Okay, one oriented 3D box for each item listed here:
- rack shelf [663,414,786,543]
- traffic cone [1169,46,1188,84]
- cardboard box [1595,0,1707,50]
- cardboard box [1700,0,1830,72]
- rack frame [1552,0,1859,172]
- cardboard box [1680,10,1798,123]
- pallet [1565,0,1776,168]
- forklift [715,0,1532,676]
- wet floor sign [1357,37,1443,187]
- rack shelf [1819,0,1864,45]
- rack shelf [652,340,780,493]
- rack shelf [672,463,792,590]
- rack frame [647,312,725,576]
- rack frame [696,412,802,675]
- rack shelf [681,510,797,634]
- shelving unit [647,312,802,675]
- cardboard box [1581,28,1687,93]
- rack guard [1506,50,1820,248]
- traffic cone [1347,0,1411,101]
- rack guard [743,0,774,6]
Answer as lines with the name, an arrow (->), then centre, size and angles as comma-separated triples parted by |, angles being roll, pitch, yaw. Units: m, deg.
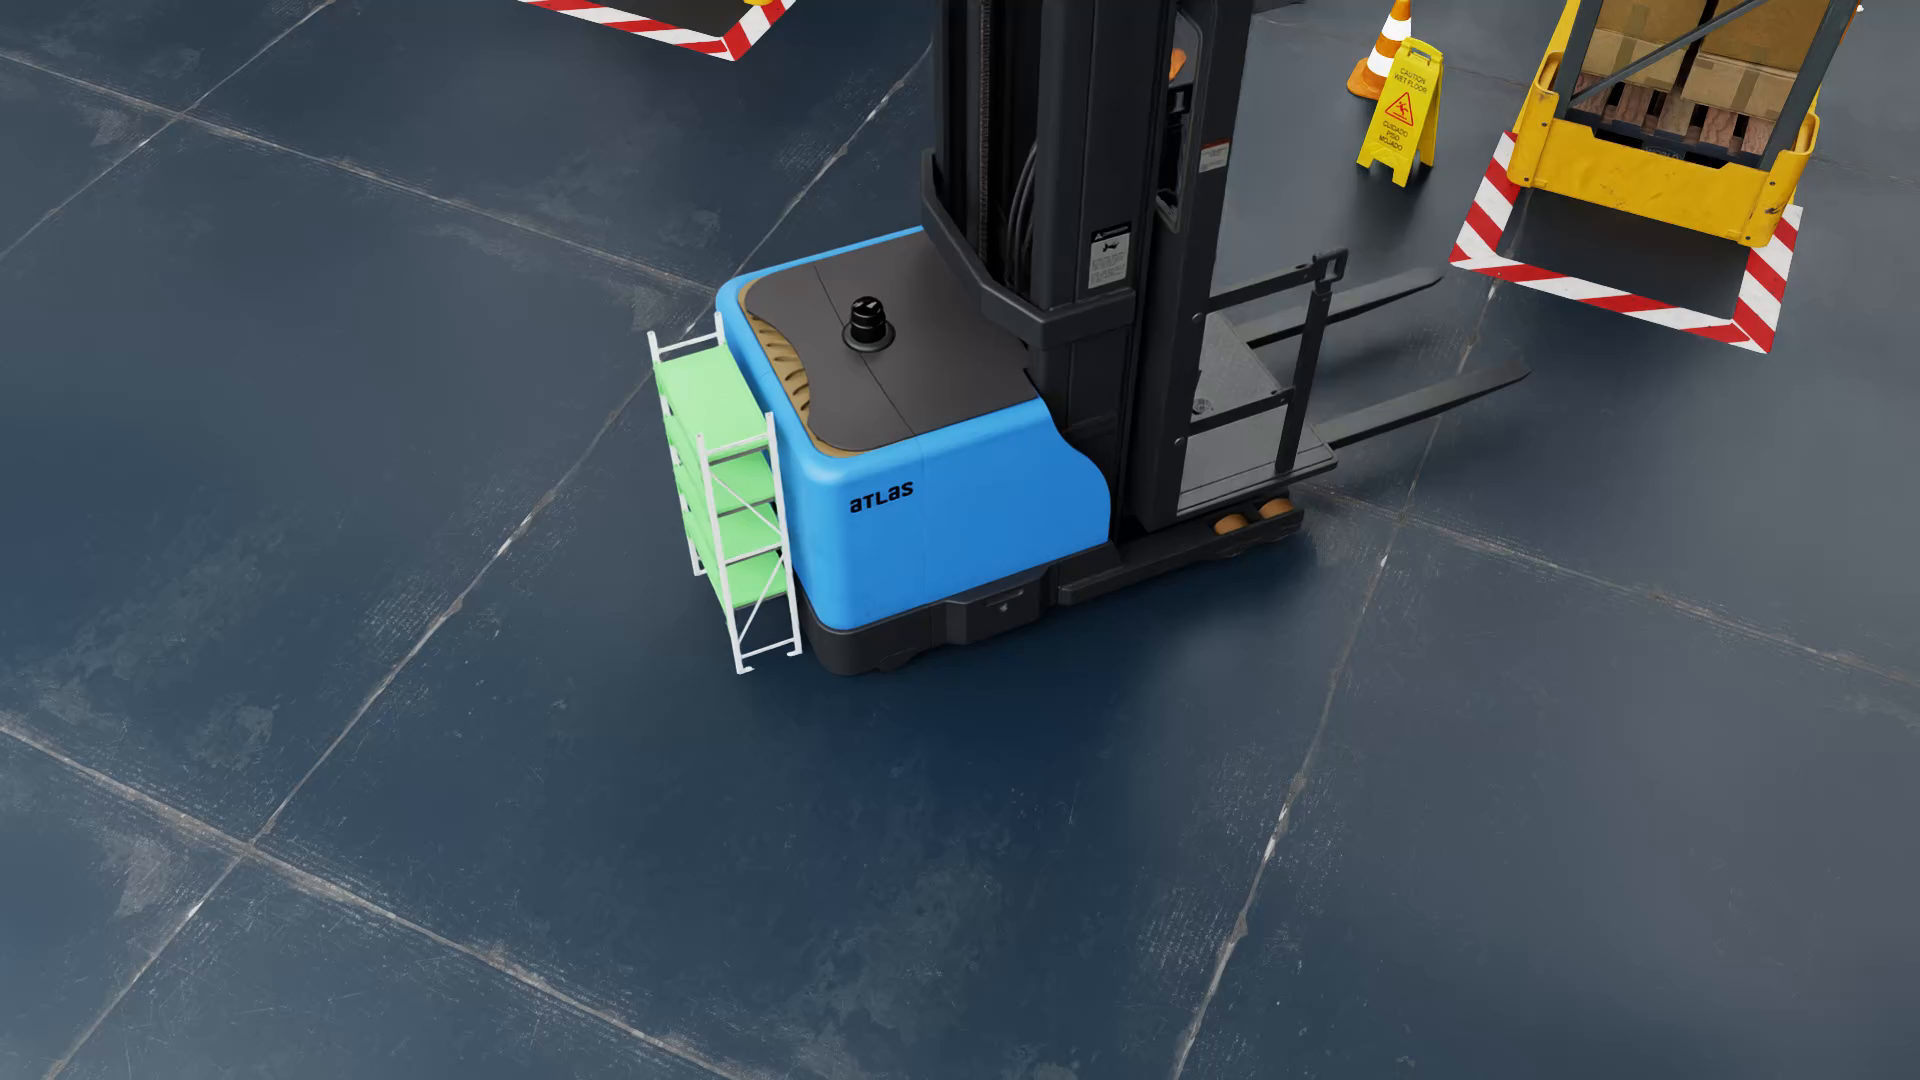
rack shelf -> -0.772, -0.240, 5.435 | 0.258, 0.148, 0.480 | -19, 52, -15
traffic cone -> 0.940, -2.523, 8.093 | 0.336, 0.463, 0.334 | 20, 52, 16
cardboard box -> 3.178, -2.627, 7.553 | 0.500, 0.500, 0.500 | 20, 53, 16
cardboard box -> 3.676, -2.473, 7.422 | 0.500, 0.500, 0.500 | 18, 52, 15
rack frame -> 3.071, -2.502, 6.410 | 1.000, 3.000, 0.127 | 20, 52, 16
cardboard box -> 3.666, -2.213, 7.693 | 0.500, 0.250, 0.500 | 19, 52, 16
pallet -> 3.483, -2.199, 7.983 | 1.003, 0.211, 1.213 | 20, 52, 16
forklift -> 0.727, -1.238, 5.379 | 3.031, 2.935, 1.130 | -19, 52, -15
wet floor sign -> 2.023, -1.957, 7.491 | 0.232, 0.644, 0.267 | -37, 59, -27
rack shelf -> 3.926, -3.647, 7.856 | 1.077, 0.370, 4.000 | 20, 52, 16
rack shelf -> -0.772, -0.396, 5.253 | 0.258, 0.148, 0.480 | -19, 52, -15
rack shelf -> -0.772, -0.085, 5.618 | 0.258, 0.148, 0.480 | -19, 52, -15
rack frame -> -0.870, -0.296, 5.714 | 0.240, 1.200, 0.015 | -19, 52, -15
rack frame -> -0.673, 0.044, 5.425 | 0.240, 1.200, 0.015 | -19, 52, -15
rack shelf -> -0.772, 0.071, 5.801 | 0.258, 0.148, 0.480 | -19, 52, -15
shelving unit -> -0.772, -0.126, 5.570 | 0.258, 1.200, 0.503 | -19, 52, -15
cardboard box -> 3.184, -2.408, 7.859 | 0.500, 0.250, 0.500 | 20, 52, 16
rack guard -> 3.104, -1.745, 7.406 | 1.175, 0.500, 0.348 | 20, 52, 16
traffic cone -> 2.089, -2.396, 7.985 | 0.336, 0.463, 0.334 | 20, 52, 16
rack guard -> -1.458, -3.217, 8.659 | 1.175, 0.500, 0.348 | 20, 52, 16
